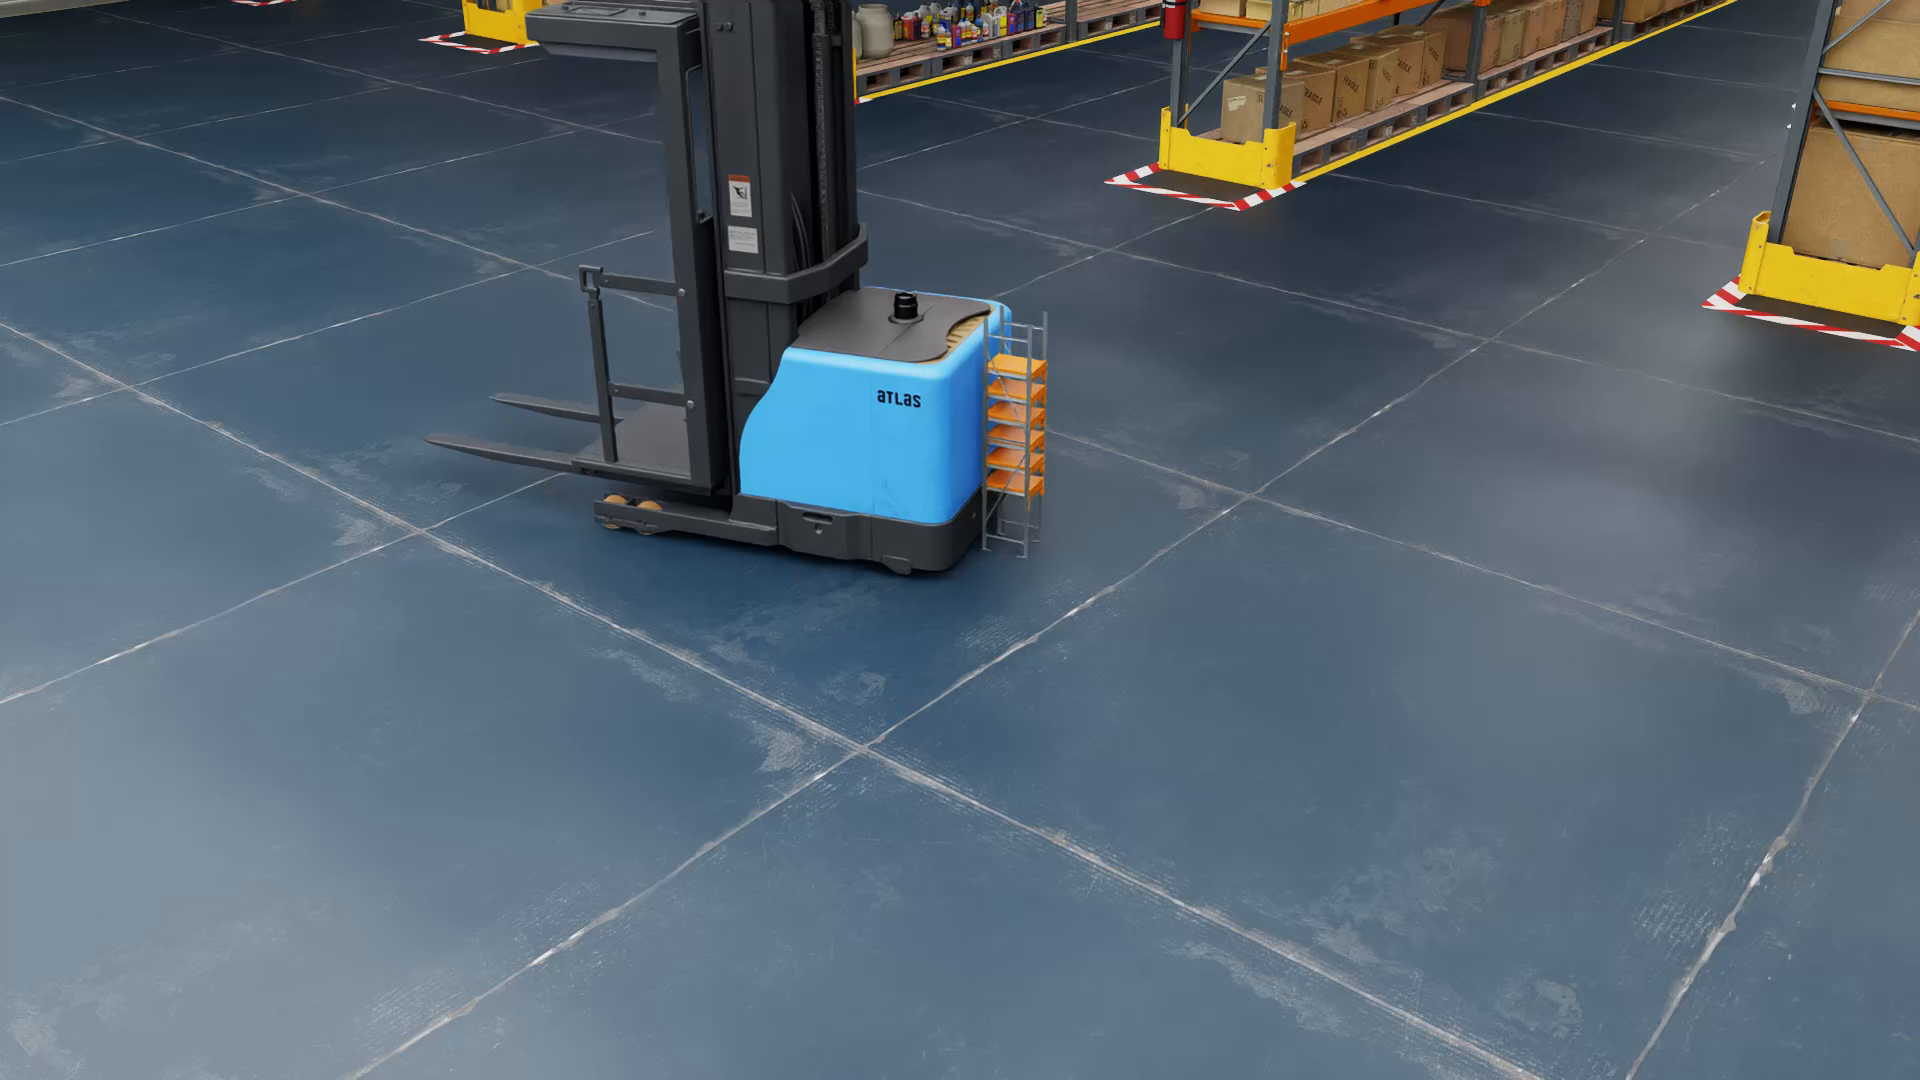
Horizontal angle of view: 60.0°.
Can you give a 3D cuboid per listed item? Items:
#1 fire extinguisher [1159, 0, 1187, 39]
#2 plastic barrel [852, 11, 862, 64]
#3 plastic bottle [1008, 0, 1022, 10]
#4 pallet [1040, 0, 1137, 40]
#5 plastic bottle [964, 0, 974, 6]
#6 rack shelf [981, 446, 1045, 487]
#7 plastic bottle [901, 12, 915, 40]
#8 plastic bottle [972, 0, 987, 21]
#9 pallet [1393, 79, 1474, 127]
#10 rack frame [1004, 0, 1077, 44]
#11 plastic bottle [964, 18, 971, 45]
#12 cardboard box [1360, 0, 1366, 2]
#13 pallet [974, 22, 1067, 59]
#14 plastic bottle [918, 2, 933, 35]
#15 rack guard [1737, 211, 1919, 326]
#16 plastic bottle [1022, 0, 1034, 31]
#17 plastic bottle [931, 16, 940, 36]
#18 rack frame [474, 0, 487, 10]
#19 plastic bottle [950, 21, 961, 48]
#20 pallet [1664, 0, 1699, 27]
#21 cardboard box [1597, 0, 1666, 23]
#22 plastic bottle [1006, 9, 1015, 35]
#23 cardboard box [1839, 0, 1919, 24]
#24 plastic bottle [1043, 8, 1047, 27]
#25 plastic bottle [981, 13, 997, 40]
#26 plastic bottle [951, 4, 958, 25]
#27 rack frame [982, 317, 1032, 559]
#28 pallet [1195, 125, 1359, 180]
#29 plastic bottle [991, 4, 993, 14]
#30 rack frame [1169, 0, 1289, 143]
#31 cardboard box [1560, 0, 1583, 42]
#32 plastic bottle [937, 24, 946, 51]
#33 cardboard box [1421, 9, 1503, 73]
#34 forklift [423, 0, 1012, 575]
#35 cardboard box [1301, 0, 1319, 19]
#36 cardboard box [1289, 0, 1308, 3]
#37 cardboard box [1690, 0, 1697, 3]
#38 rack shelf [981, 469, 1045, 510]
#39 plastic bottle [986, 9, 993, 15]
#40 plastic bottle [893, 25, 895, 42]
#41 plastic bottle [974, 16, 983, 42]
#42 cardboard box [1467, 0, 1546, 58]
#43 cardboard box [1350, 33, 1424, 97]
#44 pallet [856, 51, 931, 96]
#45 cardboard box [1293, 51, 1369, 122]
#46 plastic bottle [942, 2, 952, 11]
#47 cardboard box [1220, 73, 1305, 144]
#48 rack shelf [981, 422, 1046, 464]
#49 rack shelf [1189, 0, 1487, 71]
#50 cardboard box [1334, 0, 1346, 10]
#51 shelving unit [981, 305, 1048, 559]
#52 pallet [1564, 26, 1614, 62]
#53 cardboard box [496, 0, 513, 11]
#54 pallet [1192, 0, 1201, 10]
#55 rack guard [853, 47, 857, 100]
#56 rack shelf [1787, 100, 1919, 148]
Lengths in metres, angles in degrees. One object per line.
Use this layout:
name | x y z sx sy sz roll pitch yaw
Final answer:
fire extinguisher | 1.795 -4.516 13.799 0.296 0.674 0.183 21 34 34
plastic barrel | -1.238 -5.241 17.367 0.421 0.512 0.421 0 27 0
plastic bottle | 0.648 -6.070 19.124 0.144 0.351 0.185 21 34 34
pallet | 1.416 -6.373 20.340 1.003 0.211 1.213 21 34 34
plastic bottle | 0.113 -6.176 19.328 0.144 0.351 0.185 22 34 36
rack shelf | 0.256 -0.357 7.992 0.258 0.103 0.180 12 30 22
plastic bottle | -0.587 -5.750 18.586 0.152 0.276 0.135 21 34 35
plastic bottle | 0.224 -6.134 19.246 0.144 0.351 0.185 21 34 34
pallet | 4.368 -4.387 16.501 1.003 0.211 1.213 21 34 34
rack frame | 0.946 -7.322 19.139 1.000 3.000 0.127 21 34 34
plastic bottle | 0.077 -5.596 18.293 0.097 0.271 0.097 0 27 0
cardboard box | 3.379 -4.821 14.578 0.380 0.149 0.250 21 34 34
pallet | 0.487 -5.857 19.343 1.003 0.211 1.213 21 34 34
plastic bottle | -0.396 -5.892 18.780 0.144 0.351 0.185 22 35 36
rack guard | 5.971 -1.852 11.286 1.175 0.500 0.348 21 34 34
plastic bottle | 0.759 -6.028 19.042 0.144 0.351 0.185 20 33 33
plastic bottle | -0.275 -5.806 18.776 0.097 0.201 0.097 0 27 0
rack frame | -5.418 -7.353 19.198 1.000 3.000 0.127 21 34 34
plastic bottle | -0.046 -5.519 18.132 0.061 0.283 0.133 21 34 35
pallet | 8.648 -6.742 21.053 1.003 0.211 1.213 21 34 34
cardboard box | 7.767 -6.774 19.935 1.225 0.875 0.875 19 33 32
plastic bottle | 0.565 -5.860 18.791 0.061 0.283 0.133 23 35 38
cardboard box | 6.253 -3.637 10.678 0.875 0.550 0.550 21 34 34
plastic bottle | 0.956 -6.055 19.256 0.097 0.201 0.097 0 27 0
plastic bottle | 0.325 -5.756 18.597 0.152 0.276 0.135 21 34 35
plastic bottle | -0.072 -6.011 19.095 0.097 0.271 0.097 0 27 0
rack frame | 0.218 -0.465 7.843 0.240 1.200 0.006 12 30 22
pallet | 2.816 -3.522 14.829 1.003 0.211 1.213 21 34 34
plastic bottle | 0.341 -6.254 19.640 0.097 0.201 0.097 0 27 0
rack frame | 2.224 -4.456 13.599 1.000 3.000 0.127 21 34 34
cardboard box | 6.559 -5.934 18.698 0.700 0.500 0.500 18 32 30
plastic bottle | -0.204 -5.439 17.990 0.097 0.271 0.097 0 27 0
cardboard box | 5.175 -5.171 17.223 0.700 0.500 0.500 18 32 31
forklift | -1.305 -1.543 8.042 3.031 2.935 1.130 9 29 18
cardboard box | 2.763 -4.459 13.878 0.380 0.149 0.250 21 34 34
cardboard box | 2.595 -4.820 13.869 0.875 0.500 0.500 21 34 34
cardboard box | 8.897 -7.404 21.153 1.225 0.875 0.875 19 33 33
rack shelf | 0.256 -0.250 8.047 0.258 0.103 0.180 12 30 22
plastic bottle | 0.336 -5.837 18.745 0.061 0.283 0.133 21 34 34
plastic bottle | -0.768 -5.636 18.446 0.097 0.201 0.097 0 27 0
plastic bottle | 0.206 -5.668 18.432 0.097 0.271 0.097 0 27 0
cardboard box | 5.849 -5.533 17.923 0.700 0.500 0.500 18 32 30
cardboard box | 4.124 -4.615 16.170 0.500 0.500 0.500 -16 31 -28
pallet | -1.065 -4.992 17.671 1.003 0.211 1.213 21 34 34
cardboard box | 3.400 -4.187 15.343 0.500 0.500 0.500 25 36 39
plastic bottle | -0.145 -6.033 19.124 0.061 0.283 0.133 23 35 37
cardboard box | 2.634 -3.749 14.496 0.500 0.500 0.500 -21 34 -35
rack shelf | 0.256 -0.463 7.937 0.258 0.103 0.180 12 30 22
rack shelf | 3.496 -4.846 15.135 1.077 0.370 4.000 21 34 34
cardboard box | 3.076 -4.638 14.224 0.380 0.149 0.250 21 34 34
shelving unit | 0.256 -0.503 7.916 0.258 1.200 0.189 12 30 22
pallet | 6.814 -5.777 19.188 1.003 0.211 1.213 21 34 34
cardboard box | -5.305 -6.594 20.268 0.500 0.250 0.500 21 34 34
pallet | 2.968 -7.238 22.012 1.003 0.211 1.213 21 34 34
rack guard | -1.586 -4.834 17.051 1.175 0.500 0.348 21 34 34
rack shelf | 7.259 -3.360 12.264 1.077 0.370 4.000 21 34 34
